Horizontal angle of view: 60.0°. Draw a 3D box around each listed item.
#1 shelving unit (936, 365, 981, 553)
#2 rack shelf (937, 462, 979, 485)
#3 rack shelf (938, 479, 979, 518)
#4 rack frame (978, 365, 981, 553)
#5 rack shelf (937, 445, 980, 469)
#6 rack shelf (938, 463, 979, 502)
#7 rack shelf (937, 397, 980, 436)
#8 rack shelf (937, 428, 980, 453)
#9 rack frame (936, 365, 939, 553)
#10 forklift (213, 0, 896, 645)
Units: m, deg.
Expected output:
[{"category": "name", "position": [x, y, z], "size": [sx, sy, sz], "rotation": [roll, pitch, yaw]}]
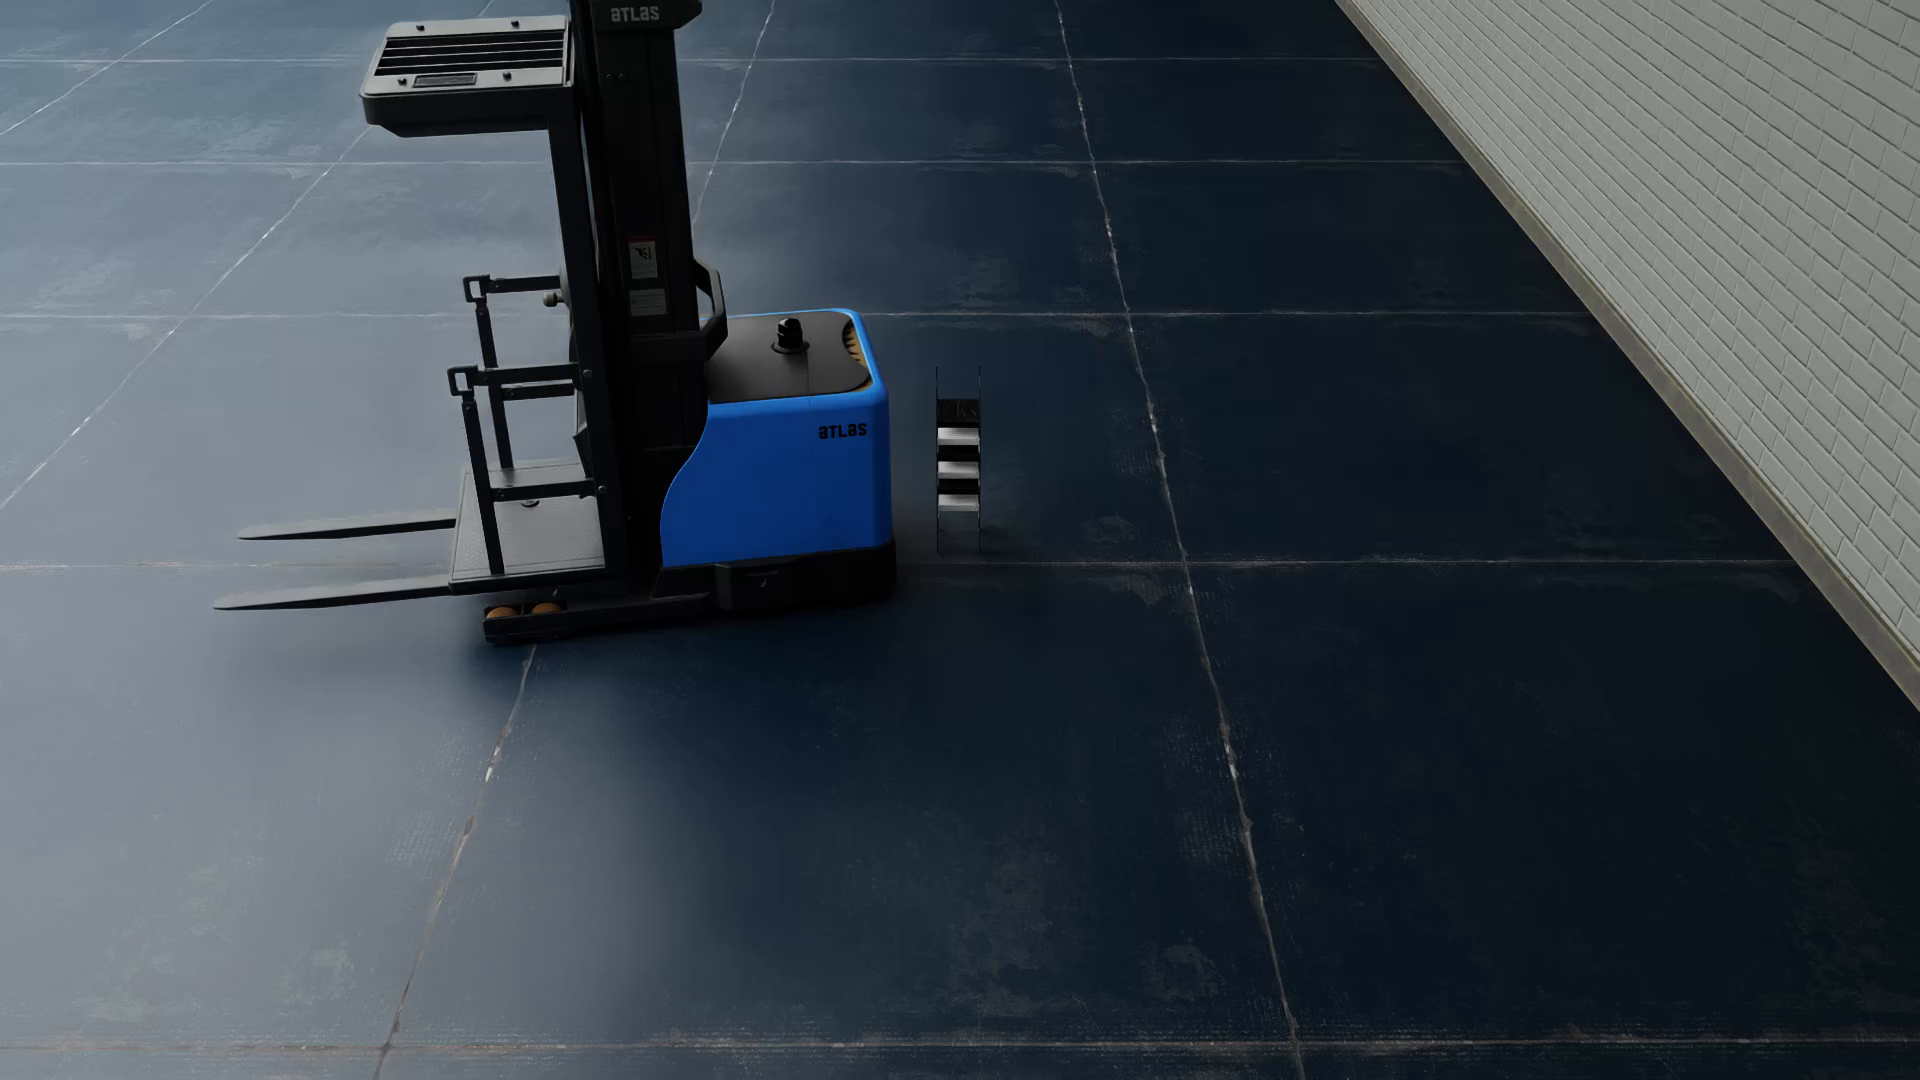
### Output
[{"category": "shelving unit", "position": [-0.008, -0.385, 8.017], "size": [0.210, 0.900, 0.258], "rotation": [0, 31, 0]}, {"category": "rack shelf", "position": [-0.008, -0.356, 8.034], "size": [0.200, 0.077, 0.258], "rotation": [0, 31, 0]}, {"category": "rack shelf", "position": [-0.008, -0.202, 8.127], "size": [0.200, 0.077, 0.258], "rotation": [0, 31, 0]}, {"category": "rack frame", "position": [0.094, -0.385, 8.017], "size": [0.006, 0.900, 0.240], "rotation": [0, 31, 0]}, {"category": "rack shelf", "position": [-0.008, -0.433, 7.987], "size": [0.200, 0.077, 0.258], "rotation": [0, 31, 0]}, {"category": "rack shelf", "position": [-0.008, -0.279, 8.081], "size": [0.200, 0.077, 0.258], "rotation": [0, 31, 0]}, {"category": "rack shelf", "position": [-0.008, -0.587, 7.894], "size": [0.200, 0.077, 0.258], "rotation": [0, 31, 0]}, {"category": "rack shelf", "position": [-0.008, -0.510, 7.940], "size": [0.200, 0.077, 0.258], "rotation": [0, 31, 0]}, {"category": "rack frame", "position": [-0.110, -0.384, 8.016], "size": [0.006, 0.900, 0.240], "rotation": [0, 31, 0]}, {"category": "forklift", "position": [-1.868, -1.081, 7.205], "size": [3.031, 2.935, 1.130], "rotation": [-6, 32, -9]}]
